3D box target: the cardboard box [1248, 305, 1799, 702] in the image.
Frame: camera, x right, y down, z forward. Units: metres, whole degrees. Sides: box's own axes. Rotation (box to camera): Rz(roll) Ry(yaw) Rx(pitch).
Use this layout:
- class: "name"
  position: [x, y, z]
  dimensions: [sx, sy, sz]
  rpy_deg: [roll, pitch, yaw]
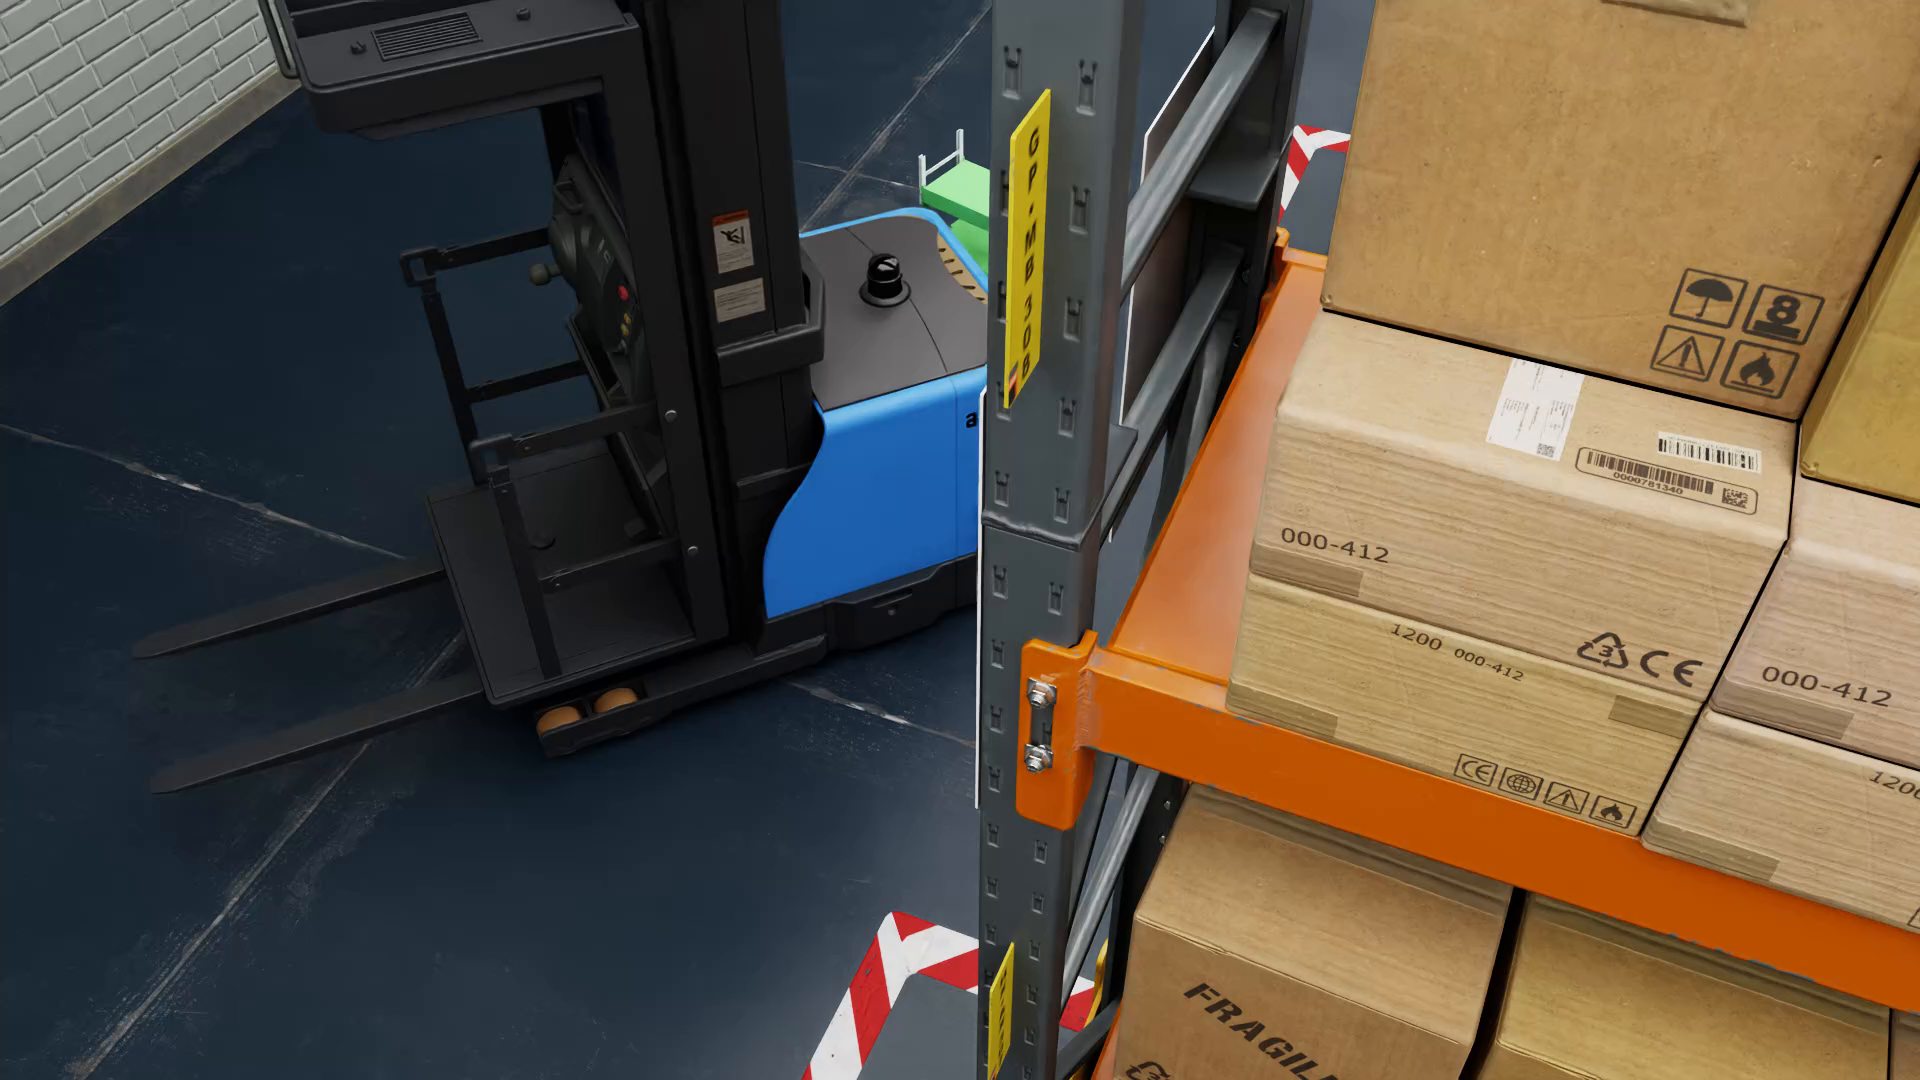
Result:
- class: "cardboard box"
  position: [0.650, -0.143, 1.892]
  dimensions: [0.500, 0.250, 0.500]
  rpy_deg: [16, 47, 16]

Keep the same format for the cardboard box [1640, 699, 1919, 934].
- class: "cardboard box"
  position: [1.109, 0.175, 1.927]
  dimensions: [0.500, 0.250, 0.500]
  rpy_deg: [16, 47, 16]

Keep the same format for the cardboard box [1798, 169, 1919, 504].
- class: "cardboard box"
  position: [1.185, -0.398, 1.616]
  dimensions: [0.500, 0.500, 0.700]
  rpy_deg: [16, 47, 16]

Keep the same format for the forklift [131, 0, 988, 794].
- class: "forklift"
  position: [-1.265, -0.752, 4.927]
  dimensions: [3.031, 2.935, 1.130]
  rpy_deg: [-18, 48, -17]

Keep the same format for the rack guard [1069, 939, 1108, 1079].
- class: "rack guard"
  position: [0.346, 1.643, 4.245]
  dimensions: [0.348, 0.500, 1.175]
  rpy_deg: [16, 47, 16]

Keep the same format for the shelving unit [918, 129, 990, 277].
- class: "shelving unit"
  position: [0.124, -0.895, 6.299]
  dimensions: [0.503, 1.200, 0.258]
  rpy_deg: [29, 52, 26]

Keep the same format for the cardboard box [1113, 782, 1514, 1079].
- class: "cardboard box"
  position: [0.584, 0.638, 2.702]
  dimensions: [0.500, 0.500, 0.500]
  rpy_deg: [18, 48, 17]

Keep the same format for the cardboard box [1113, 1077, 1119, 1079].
- class: "cardboard box"
  position: [0.584, 0.993, 3.055]
  dimensions: [0.500, 0.500, 0.500]
  rpy_deg: [17, 47, 17]

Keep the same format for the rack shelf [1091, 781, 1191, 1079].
- class: "rack shelf"
  position: [2.122, 1.534, 3.092]
  dimensions: [4.000, 0.370, 1.077]
  rpy_deg: [16, 47, 16]

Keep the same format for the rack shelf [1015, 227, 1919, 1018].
- class: "rack shelf"
  position: [2.122, 0.471, 2.034]
  dimensions: [4.000, 0.370, 1.077]
  rpy_deg: [16, 47, 16]

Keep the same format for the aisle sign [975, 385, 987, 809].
- class: "aisle sign"
  position: [0.100, -0.013, 2.293]
  dimensions: [0.004, 0.787, 0.394]
  rpy_deg: [16, 47, 16]

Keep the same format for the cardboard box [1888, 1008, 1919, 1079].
- class: "cardboard box"
  position: [1.529, 0.914, 2.425]
  dimensions: [0.500, 0.500, 0.500]
  rpy_deg: [17, 47, 16]

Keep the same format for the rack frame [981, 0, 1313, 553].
- class: "rack frame"
  position: [0.276, -1.391, 1.268]
  dimensions: [0.127, 3.000, 1.000]
  rpy_deg: [16, 47, 16]

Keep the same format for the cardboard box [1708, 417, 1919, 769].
- class: "cardboard box"
  position: [1.109, -0.002, 1.751]
  dimensions: [0.500, 0.250, 0.500]
  rpy_deg: [16, 47, 16]

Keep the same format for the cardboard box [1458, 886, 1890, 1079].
- class: "cardboard box"
  position: [1.070, 0.775, 2.564]
  dimensions: [0.500, 0.500, 0.500]
  rpy_deg: [17, 47, 16]

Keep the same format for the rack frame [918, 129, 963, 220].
- class: "rack frame"
  position: [-0.068, -1.002, 6.406]
  dimensions: [0.015, 1.200, 0.240]
  rpy_deg: [29, 52, 26]

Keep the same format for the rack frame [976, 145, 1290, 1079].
- class: "rack frame"
  position: [0.276, 0.736, 3.384]
  dimensions: [0.127, 3.000, 1.000]
  rpy_deg: [16, 47, 16]

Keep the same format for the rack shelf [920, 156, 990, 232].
- class: "rack shelf"
  position: [0.124, -1.190, 6.006]
  dimensions: [0.480, 0.148, 0.258]
  rpy_deg: [29, 52, 26]

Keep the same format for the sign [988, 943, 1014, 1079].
- class: "sign"
  position: [0.067, 0.782, 2.723]
  dimensions: [0.005, 0.325, 0.100]
  rpy_deg: [16, 47, 16]

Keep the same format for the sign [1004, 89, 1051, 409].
- class: "sign"
  position: [0.067, -0.284, 1.662]
  dimensions: [0.005, 0.325, 0.100]
  rpy_deg: [16, 47, 16]

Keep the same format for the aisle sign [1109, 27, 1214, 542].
- class: "aisle sign"
  position: [0.331, -0.404, 2.686]
  dimensions: [0.004, 0.787, 0.394]
  rpy_deg: [16, 47, 16]

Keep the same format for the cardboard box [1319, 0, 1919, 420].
- class: "cardboard box"
  position: [0.757, -0.588, 1.808]
  dimensions: [0.500, 0.500, 0.700]
  rpy_deg: [16, 47, 16]

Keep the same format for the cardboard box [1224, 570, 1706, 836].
- class: "cardboard box"
  position: [0.652, 0.031, 2.072]
  dimensions: [0.500, 0.250, 0.500]
  rpy_deg: [16, 47, 16]

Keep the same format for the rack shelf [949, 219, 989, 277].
- class: "rack shelf"
  position: [0.124, -1.020, 6.175]
  dimensions: [0.480, 0.148, 0.258]
  rpy_deg: [29, 52, 26]
